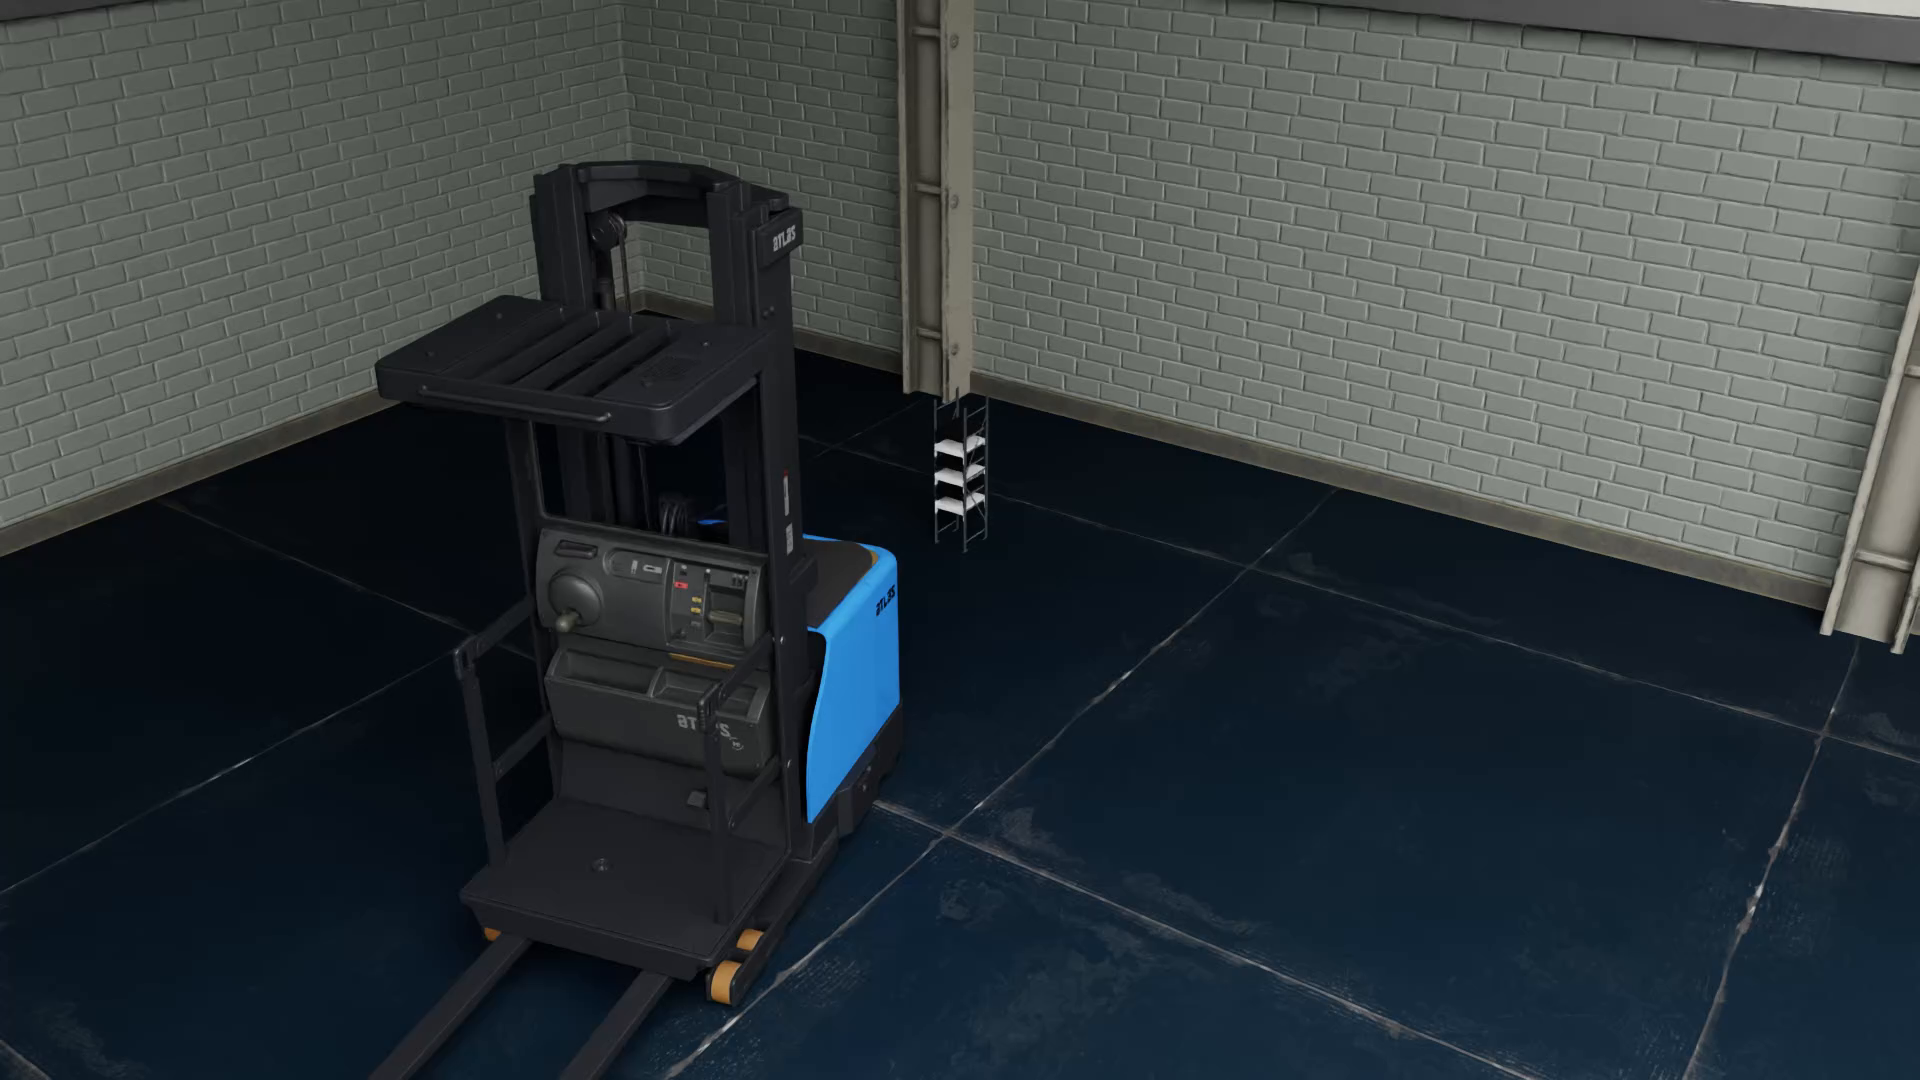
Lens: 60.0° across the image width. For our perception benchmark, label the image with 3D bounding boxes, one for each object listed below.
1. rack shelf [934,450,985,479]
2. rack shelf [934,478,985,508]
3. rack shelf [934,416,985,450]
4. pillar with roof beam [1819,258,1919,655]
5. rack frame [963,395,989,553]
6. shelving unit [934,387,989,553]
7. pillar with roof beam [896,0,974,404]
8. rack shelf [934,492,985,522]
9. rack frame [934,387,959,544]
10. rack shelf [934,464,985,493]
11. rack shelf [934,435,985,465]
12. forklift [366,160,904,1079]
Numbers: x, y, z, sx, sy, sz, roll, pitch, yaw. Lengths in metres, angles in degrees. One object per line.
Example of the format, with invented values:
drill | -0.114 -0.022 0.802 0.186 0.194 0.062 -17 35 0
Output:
rack shelf | 0.007 -0.449 9.516 0.200 0.077 0.258 17 32 30
rack shelf | 0.007 -0.289 9.598 0.200 0.077 0.258 17 32 30
rack shelf | 0.007 -0.610 9.434 0.200 0.077 0.258 17 32 30
pillar with roof beam | 2.348 -1.916 3.593 0.400 9.000 9.100 17 32 30
rack frame | 0.090 -0.373 9.490 0.006 0.900 0.240 17 32 30
shelving unit | 0.007 -0.399 9.542 0.210 0.900 0.258 17 32 30
pillar with roof beam | -2.598 -3.457 6.621 0.400 9.000 9.100 17 32 30
rack shelf | 0.007 -0.209 9.639 0.200 0.077 0.258 17 32 30
rack frame | -0.077 -0.425 9.593 0.006 0.900 0.240 17 32 30
rack shelf | 0.007 -0.369 9.557 0.200 0.077 0.258 17 32 30
rack shelf | 0.007 -0.530 9.475 0.200 0.077 0.258 17 32 30
forklift | -1.243 0.241 6.045 1.130 2.935 3.031 9 28 18
